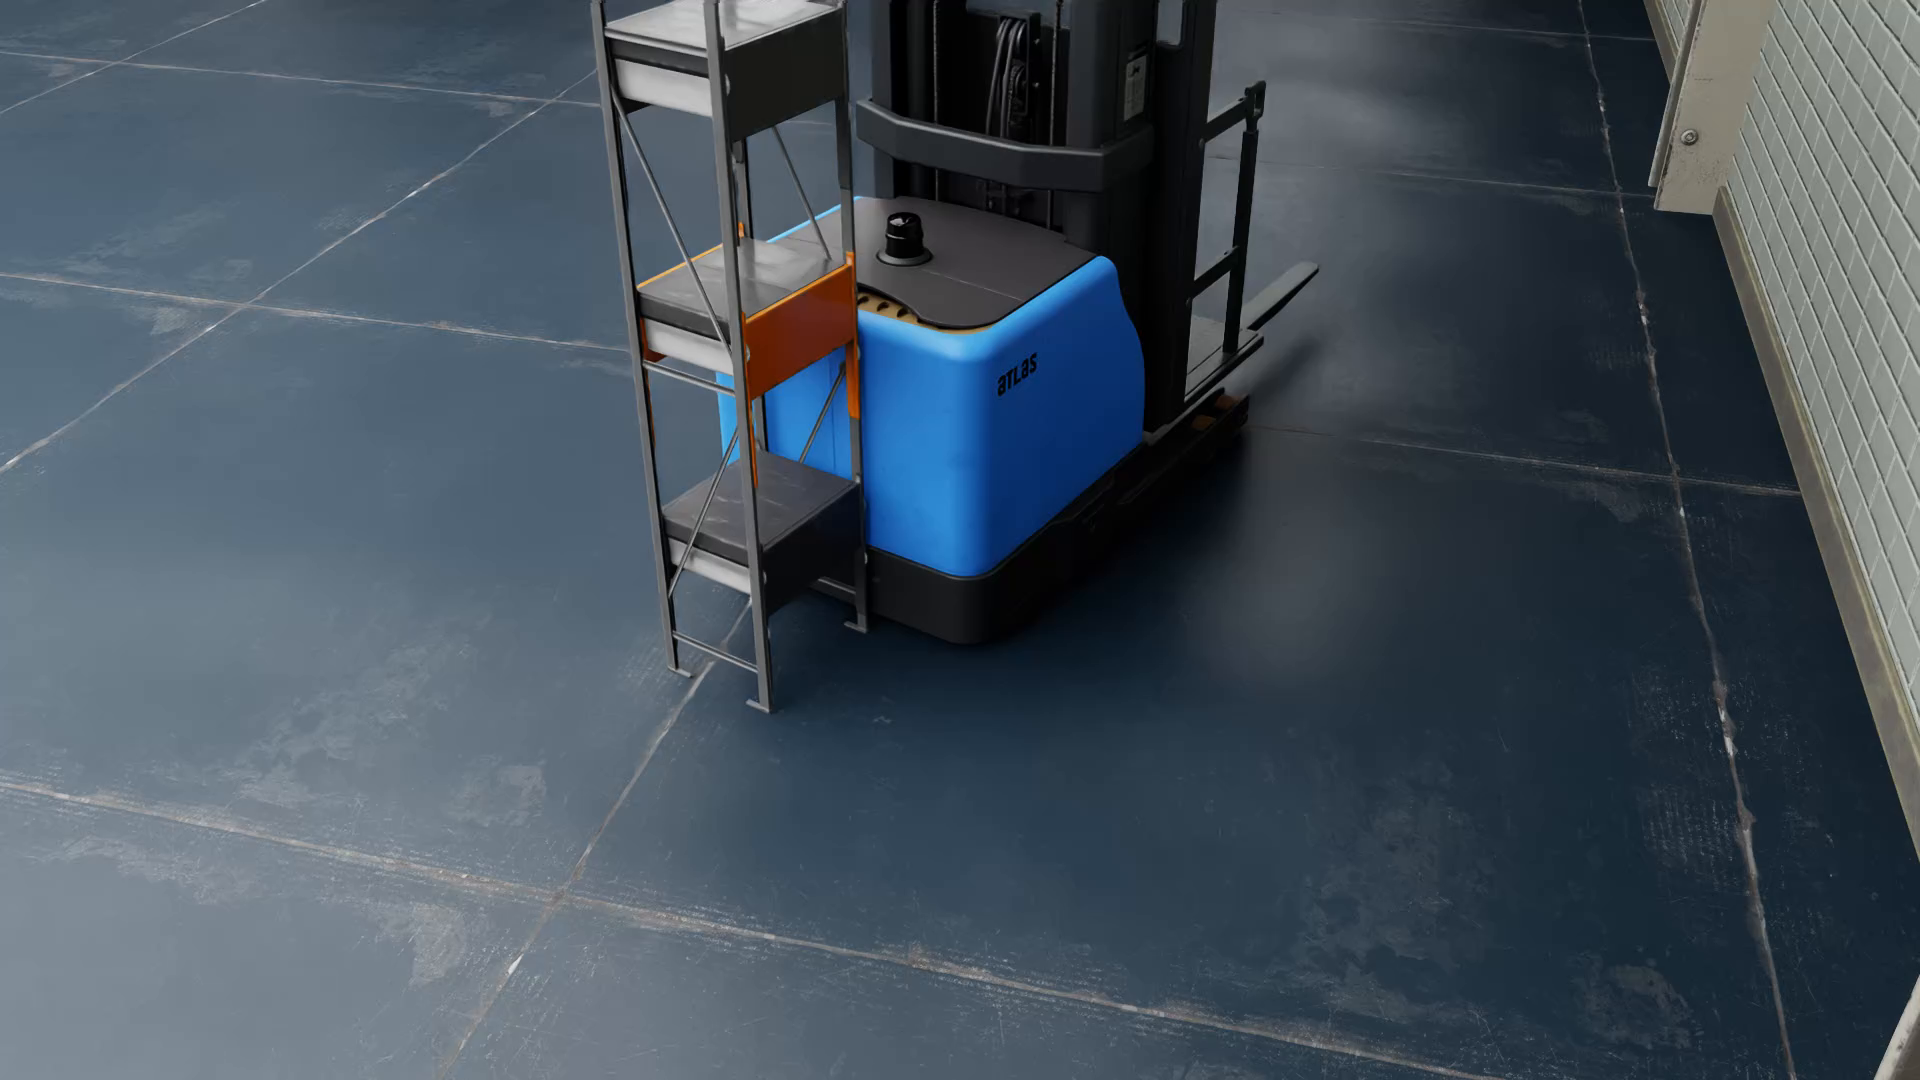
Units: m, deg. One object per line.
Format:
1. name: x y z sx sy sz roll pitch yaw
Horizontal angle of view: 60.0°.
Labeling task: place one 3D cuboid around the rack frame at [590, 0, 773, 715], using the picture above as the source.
1. rack frame: -0.728 -0.430 4.469 0.400 2.100 0.015 19 37 28

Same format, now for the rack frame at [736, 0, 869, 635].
1. rack frame: -0.459 -0.648 4.813 0.400 2.100 0.015 19 37 28

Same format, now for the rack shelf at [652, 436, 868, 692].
1. rack shelf: -0.594 0.063 5.024 0.431 0.518 0.480 19 37 28

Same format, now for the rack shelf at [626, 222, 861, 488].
1. rack shelf: -0.594 -0.528 4.648 0.431 0.518 0.480 19 37 28

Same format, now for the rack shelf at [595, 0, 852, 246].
1. rack shelf: -0.594 -1.118 4.273 0.431 0.518 0.480 19 37 28

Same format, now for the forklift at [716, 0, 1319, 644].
1. forklift: 0.447 -1.665 5.638 1.130 2.935 3.031 19 37 28

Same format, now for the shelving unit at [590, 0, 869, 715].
1. shelving unit: -0.594 -0.539 4.641 0.431 2.100 0.503 19 37 28

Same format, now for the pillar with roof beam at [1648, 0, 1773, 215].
1. pillar with roof beam: -0.471 -6.127 7.000 9.100 9.000 0.400 8 33 12
